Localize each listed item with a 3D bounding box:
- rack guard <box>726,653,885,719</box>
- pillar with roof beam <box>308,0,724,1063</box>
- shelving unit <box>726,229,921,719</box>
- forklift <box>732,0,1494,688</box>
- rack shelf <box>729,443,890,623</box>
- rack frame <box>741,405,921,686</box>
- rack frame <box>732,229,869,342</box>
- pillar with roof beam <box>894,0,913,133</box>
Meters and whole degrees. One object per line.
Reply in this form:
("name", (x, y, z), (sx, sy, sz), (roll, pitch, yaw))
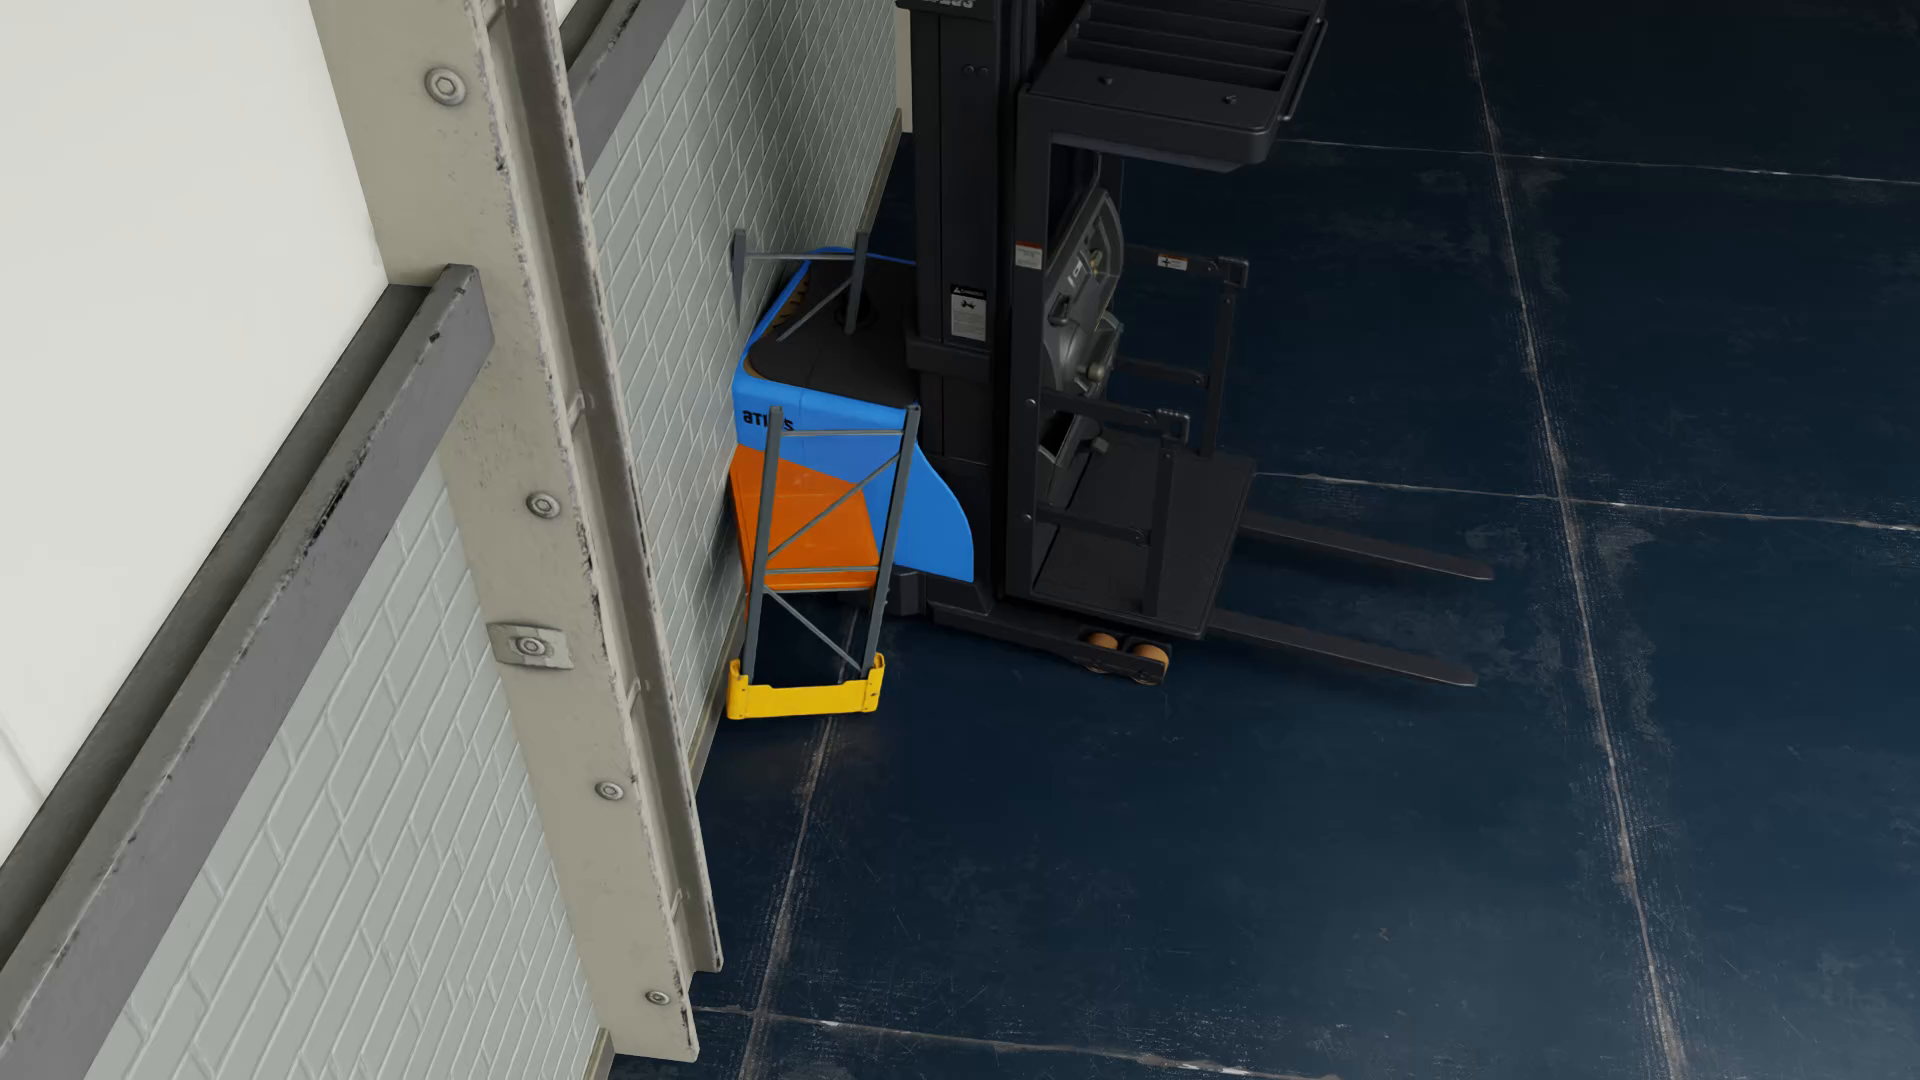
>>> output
("rack guard", (-0.594, 0.559, 6.371), (0.587, 0.250, 0.087), (-2, 44, -15))
("pillar with roof beam", (3.275, -1.315, 2.094), (9.100, 9.000, 0.400), (5, 44, 6))
("shelving unit", (-0.596, -0.237, 6.294), (0.587, 1.500, 1.083), (-2, 44, -15))
("forklift", (0.643, -0.899, 6.068), (3.031, 2.935, 1.130), (13, 45, 14))
("rack shelf", (-0.627, -0.113, 6.421), (0.538, 0.185, 1.000), (-2, 44, -15))
("rack frame", (-0.493, 0.109, 5.949), (0.500, 1.500, 0.032), (-2, 44, -15))
("rack frame", (-0.703, -0.595, 6.651), (0.500, 1.500, 0.032), (-2, 44, -15))
("pillar with roof beam", (4.068, -5.404, 6.412), (9.100, 9.000, 0.400), (5, 44, 6))
